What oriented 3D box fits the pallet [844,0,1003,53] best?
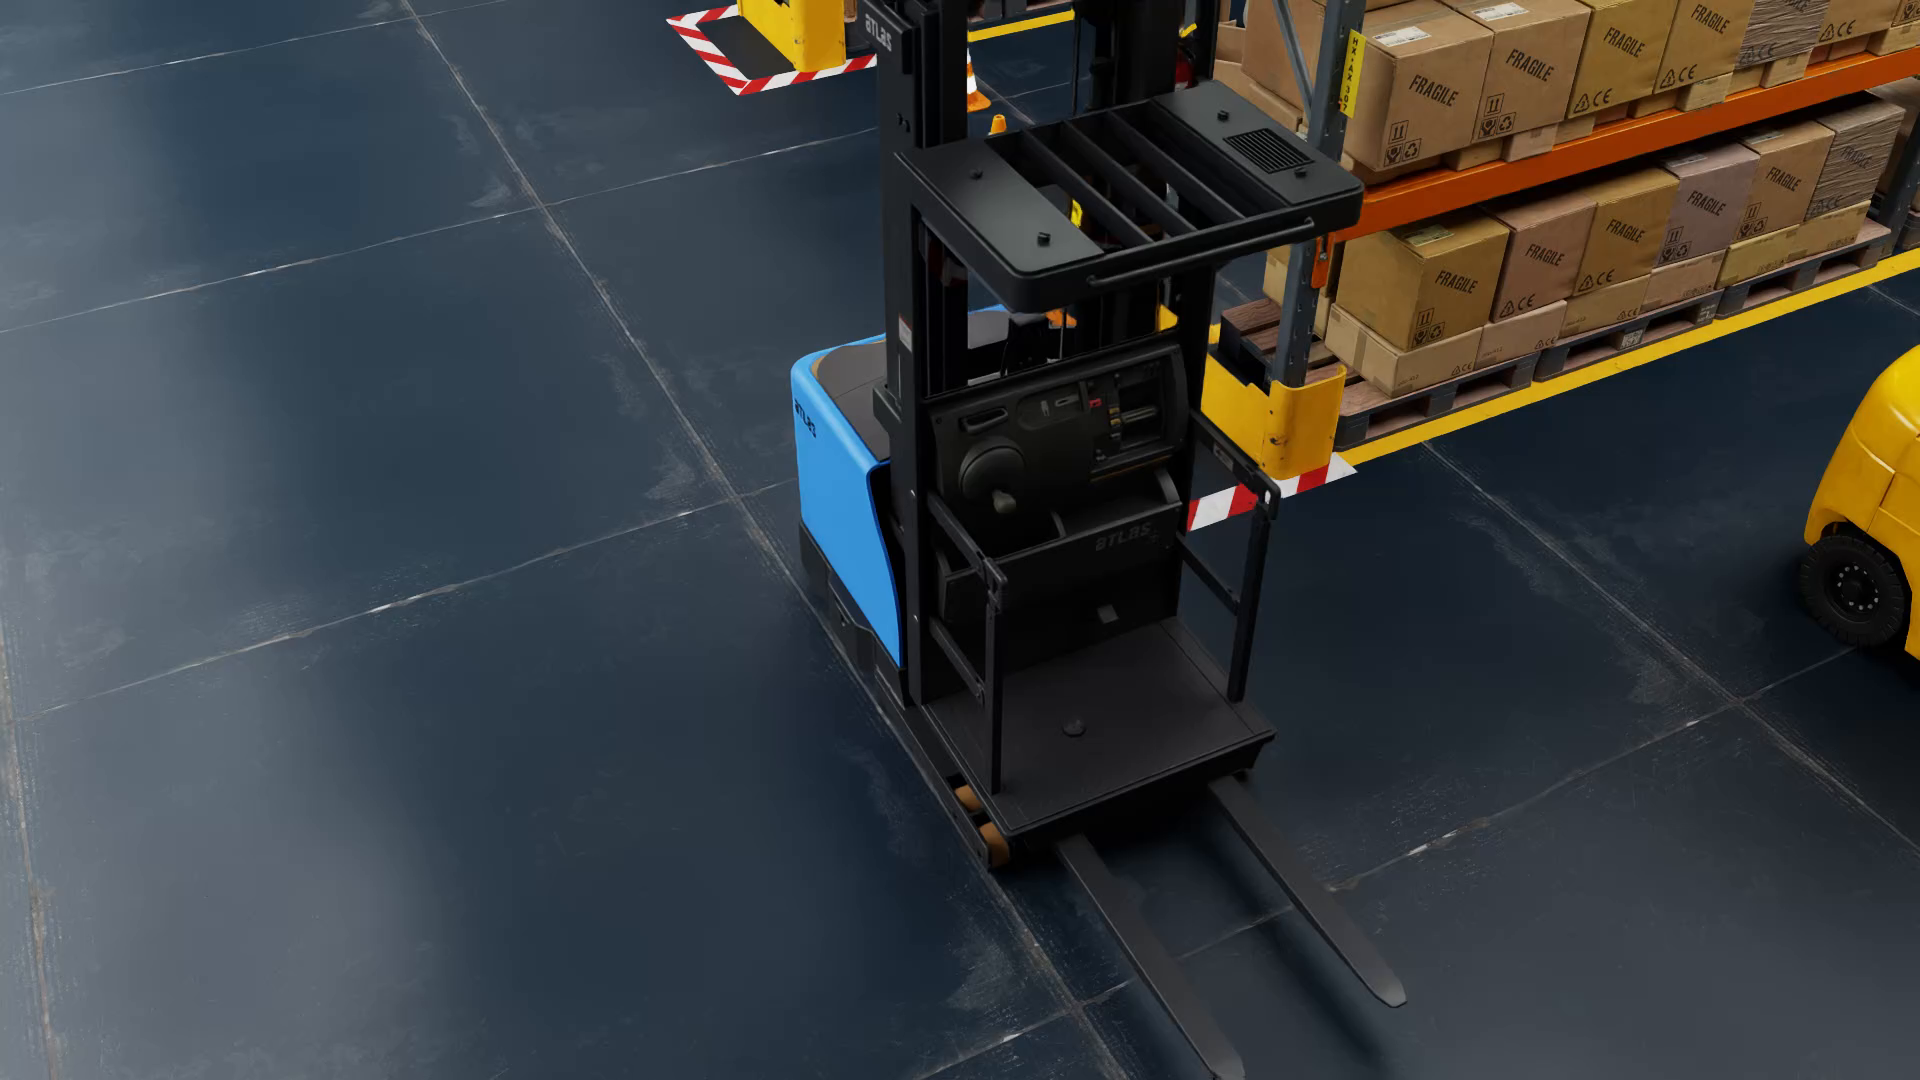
[{"bbox_3d":[-0.456,-3.791,11.565,1.213,0.211,1.003,-19,44,-21],"label":"pallet"}]

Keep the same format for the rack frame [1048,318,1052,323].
[{"bbox_3d":[0.301,-0.529,7.061,0.008,1.050,0.200,-29,48,-30],"label":"rack frame"}]

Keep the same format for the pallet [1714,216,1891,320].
[{"bbox_3d":[4.215,-1.674,9.064,1.213,0.211,1.003,-19,44,-21],"label":"pallet"}]

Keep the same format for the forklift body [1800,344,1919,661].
[{"bbox_3d":[4.382,-0.210,5.833,1.214,2.155,2.313,-19,44,-21],"label":"forklift body"}]

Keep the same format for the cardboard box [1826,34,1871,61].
[{"bbox_3d":[4.165,-2.481,8.054,0.250,0.149,0.380,-18,44,-20],"label":"cardboard box"}]

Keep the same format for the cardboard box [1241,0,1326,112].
[{"bbox_3d":[1.601,-2.237,7.263,0.500,0.500,0.500,-19,44,-21],"label":"cardboard box"}]

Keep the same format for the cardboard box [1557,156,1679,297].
[{"bbox_3d":[3.021,-1.556,7.989,0.500,0.500,0.500,-18,43,-20],"label":"cardboard box"}]

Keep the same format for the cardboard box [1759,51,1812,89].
[{"bbox_3d":[3.751,-2.288,7.825,0.250,0.149,0.380,-19,44,-21],"label":"cardboard box"}]

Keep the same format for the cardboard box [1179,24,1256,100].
[{"bbox_3d":[1.635,-2.788,10.154,0.797,0.503,0.637,15,42,17],"label":"cardboard box"}]

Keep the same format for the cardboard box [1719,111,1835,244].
[{"bbox_3d":[3.944,-1.873,8.364,0.500,0.500,0.500,-18,43,-20],"label":"cardboard box"}]

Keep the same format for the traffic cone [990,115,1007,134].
[{"bbox_3d":[0.218,-2.199,9.490,0.334,0.463,0.336,-19,44,-21],"label":"traffic cone"}]

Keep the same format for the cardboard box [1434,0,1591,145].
[{"bbox_3d":[2.253,-2.056,7.050,0.500,0.500,0.500,-17,43,-19],"label":"cardboard box"}]

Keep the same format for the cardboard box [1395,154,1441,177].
[{"bbox_3d":[1.861,-1.736,7.174,0.250,0.149,0.380,-18,43,-20],"label":"cardboard box"}]

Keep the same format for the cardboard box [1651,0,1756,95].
[{"bbox_3d":[3.152,-2.365,7.415,0.500,0.500,0.500,-19,44,-22],"label":"cardboard box"}]

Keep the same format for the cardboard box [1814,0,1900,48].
[{"bbox_3d":[4.062,-2.678,7.785,0.500,0.500,0.500,-17,43,-19],"label":"cardboard box"}]

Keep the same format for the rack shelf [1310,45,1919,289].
[{"bbox_3d":[3.021,-2.088,7.952,4.000,0.370,1.077,-19,44,-21],"label":"rack shelf"}]

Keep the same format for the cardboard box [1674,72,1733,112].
[{"bbox_3d":[3.299,-2.131,7.640,0.250,0.149,0.380,-18,44,-20],"label":"cardboard box"}]

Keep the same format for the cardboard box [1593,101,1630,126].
[{"bbox_3d":[2.801,-2.028,7.518,0.250,0.149,0.380,-17,43,-19],"label":"cardboard box"}]

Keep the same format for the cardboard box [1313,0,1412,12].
[{"bbox_3d":[1.599,-2.576,6.890,0.500,0.500,0.700,-20,44,-22],"label":"cardboard box"}]

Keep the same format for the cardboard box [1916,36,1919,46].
[{"bbox_3d":[4.650,-2.593,8.186,0.250,0.149,0.380,-19,44,-21],"label":"cardboard box"}]

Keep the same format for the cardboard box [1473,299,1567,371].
[{"bbox_3d":[2.546,-1.107,8.039,0.500,0.250,0.500,-17,43,-19],"label":"cardboard box"}]

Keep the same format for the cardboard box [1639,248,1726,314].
[{"bbox_3d":[3.474,-1.426,8.416,0.500,0.250,0.500,-18,43,-20],"label":"cardboard box"}]

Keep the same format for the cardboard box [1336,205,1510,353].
[{"bbox_3d":[2.111,-1.252,7.630,0.500,0.500,0.500,-20,44,-22],"label":"cardboard box"}]

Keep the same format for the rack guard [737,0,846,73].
[{"bbox_3d":[-1.150,-3.611,11.128,0.348,0.500,1.175,-19,44,-21],"label":"rack guard"}]

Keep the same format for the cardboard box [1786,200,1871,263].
[{"bbox_3d":[4.394,-1.740,8.787,0.500,0.250,0.500,-17,43,-19],"label":"cardboard box"}]

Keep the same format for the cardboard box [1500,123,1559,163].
[{"bbox_3d":[2.380,-1.818,7.270,0.250,0.149,0.380,-18,43,-20],"label":"cardboard box"}]

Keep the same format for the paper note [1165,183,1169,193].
[{"bbox_3d":[1.166,-2.055,9.654,0.148,0.019,0.142,31,49,31],"label":"paper note"}]

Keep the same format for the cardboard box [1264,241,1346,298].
[{"bbox_3d":[1.837,-1.551,7.983,0.500,0.500,0.500,-18,44,-20],"label":"cardboard box"}]

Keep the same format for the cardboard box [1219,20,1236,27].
[{"bbox_3d":[1.745,-3.154,10.770,0.258,0.266,0.396,-12,42,-13],"label":"cardboard box"}]

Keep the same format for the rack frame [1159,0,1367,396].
[{"bbox_3d":[1.247,-1.765,7.014,0.127,3.000,1.000,-19,44,-21],"label":"rack frame"}]

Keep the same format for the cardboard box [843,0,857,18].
[{"bbox_3d":[-0.558,-4.161,11.164,0.875,0.875,0.875,-18,44,-20],"label":"cardboard box"}]

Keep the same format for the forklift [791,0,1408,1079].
[{"bbox_3d":[0.434,-0.287,5.321,1.130,2.935,3.031,-18,43,-20],"label":"forklift"}]

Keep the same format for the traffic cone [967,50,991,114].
[{"bbox_3d":[-0.002,-2.948,10.375,0.334,0.463,0.336,-19,44,-21],"label":"traffic cone"}]

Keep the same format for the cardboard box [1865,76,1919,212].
[{"bbox_3d":[5.259,-2.275,9.324,0.625,0.372,0.950,-18,43,-20],"label":"cardboard box"}]

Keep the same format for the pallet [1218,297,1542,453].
[{"bbox_3d":[2.051,-0.946,8.204,1.213,0.211,1.003,-19,44,-21],"label":"pallet"}]

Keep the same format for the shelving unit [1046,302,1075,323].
[{"bbox_3d":[0.393,-0.580,7.122,0.252,1.050,0.215,-29,48,-30],"label":"shelving unit"}]
